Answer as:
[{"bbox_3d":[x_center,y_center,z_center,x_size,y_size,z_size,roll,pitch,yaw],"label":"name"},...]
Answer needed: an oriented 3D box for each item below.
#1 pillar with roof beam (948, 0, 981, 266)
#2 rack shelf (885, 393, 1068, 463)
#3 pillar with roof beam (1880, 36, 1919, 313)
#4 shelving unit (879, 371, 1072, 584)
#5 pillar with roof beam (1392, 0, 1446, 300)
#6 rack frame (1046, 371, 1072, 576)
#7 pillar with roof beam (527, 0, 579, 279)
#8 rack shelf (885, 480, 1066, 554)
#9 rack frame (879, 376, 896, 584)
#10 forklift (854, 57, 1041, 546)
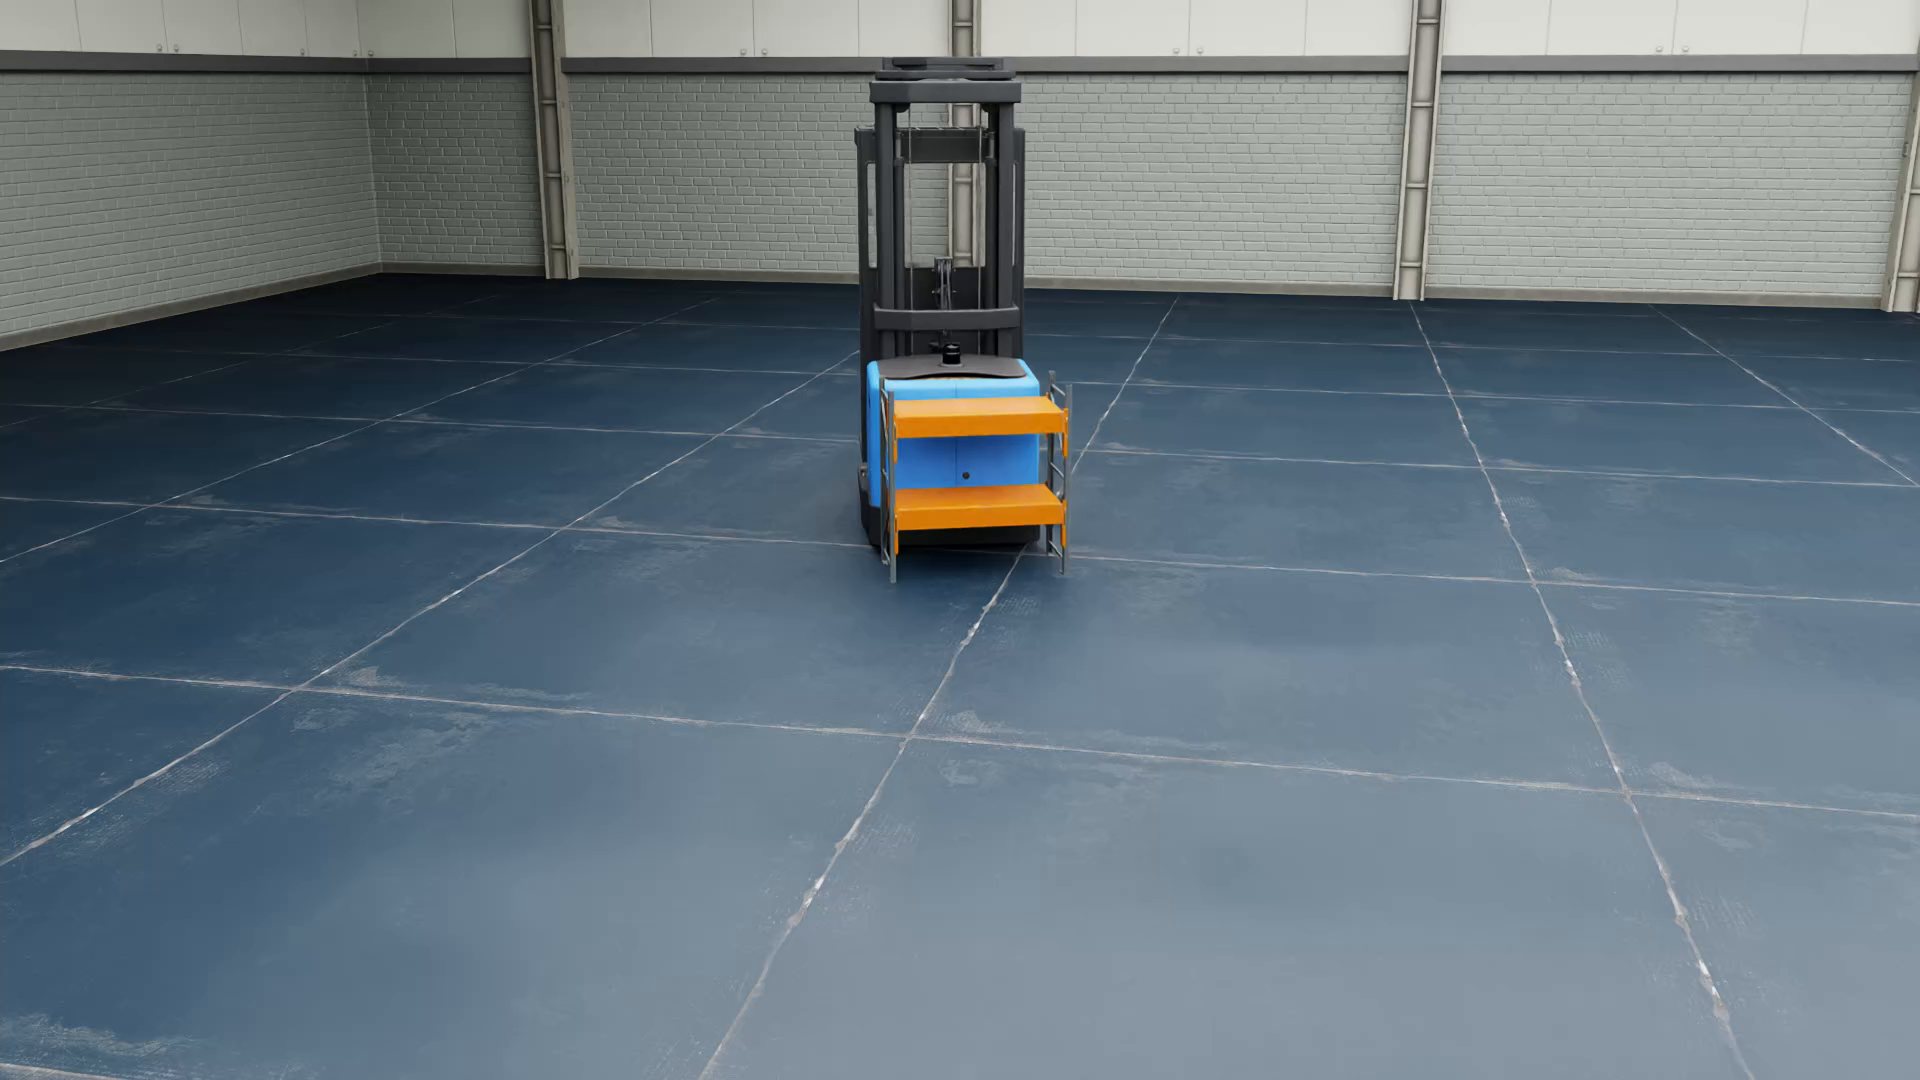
[{"bbox_3d":[-0.797,-6.733,17.940,0.400,9.000,9.100,3,16,11],"label":"pillar with roof beam"},{"bbox_3d":[0.081,-0.658,9.663,1.000,0.278,0.538,-2,16,-9],"label":"rack shelf"},{"bbox_3d":[10.962,-6.094,15.636,0.400,9.000,9.100,3,16,11],"label":"pillar with roof beam"},{"bbox_3d":[0.081,-0.376,9.741,1.048,1.125,0.538,-2,16,-9],"label":"shelving unit"},{"bbox_3d":[5.083,-6.413,16.788,0.400,9.000,9.100,3,16,11],"label":"pillar with roof beam"},{"bbox_3d":[0.583,-0.397,9.818,0.032,1.125,0.500,-2,16,-9],"label":"rack frame"},{"bbox_3d":[-6.677,-7.052,19.093,0.400,9.000,9.100,3,16,11],"label":"pillar with roof beam"},{"bbox_3d":[0.081,-0.140,9.806,1.000,0.278,0.538,-2,16,-9],"label":"rack shelf"},{"bbox_3d":[-0.421,-0.354,9.664,0.032,1.125,0.500,-2,16,-9],"label":"rack frame"},{"bbox_3d":[-0.143,-1.719,11.206,1.130,2.935,3.031,-1,16,-5],"label":"forklift"}]
